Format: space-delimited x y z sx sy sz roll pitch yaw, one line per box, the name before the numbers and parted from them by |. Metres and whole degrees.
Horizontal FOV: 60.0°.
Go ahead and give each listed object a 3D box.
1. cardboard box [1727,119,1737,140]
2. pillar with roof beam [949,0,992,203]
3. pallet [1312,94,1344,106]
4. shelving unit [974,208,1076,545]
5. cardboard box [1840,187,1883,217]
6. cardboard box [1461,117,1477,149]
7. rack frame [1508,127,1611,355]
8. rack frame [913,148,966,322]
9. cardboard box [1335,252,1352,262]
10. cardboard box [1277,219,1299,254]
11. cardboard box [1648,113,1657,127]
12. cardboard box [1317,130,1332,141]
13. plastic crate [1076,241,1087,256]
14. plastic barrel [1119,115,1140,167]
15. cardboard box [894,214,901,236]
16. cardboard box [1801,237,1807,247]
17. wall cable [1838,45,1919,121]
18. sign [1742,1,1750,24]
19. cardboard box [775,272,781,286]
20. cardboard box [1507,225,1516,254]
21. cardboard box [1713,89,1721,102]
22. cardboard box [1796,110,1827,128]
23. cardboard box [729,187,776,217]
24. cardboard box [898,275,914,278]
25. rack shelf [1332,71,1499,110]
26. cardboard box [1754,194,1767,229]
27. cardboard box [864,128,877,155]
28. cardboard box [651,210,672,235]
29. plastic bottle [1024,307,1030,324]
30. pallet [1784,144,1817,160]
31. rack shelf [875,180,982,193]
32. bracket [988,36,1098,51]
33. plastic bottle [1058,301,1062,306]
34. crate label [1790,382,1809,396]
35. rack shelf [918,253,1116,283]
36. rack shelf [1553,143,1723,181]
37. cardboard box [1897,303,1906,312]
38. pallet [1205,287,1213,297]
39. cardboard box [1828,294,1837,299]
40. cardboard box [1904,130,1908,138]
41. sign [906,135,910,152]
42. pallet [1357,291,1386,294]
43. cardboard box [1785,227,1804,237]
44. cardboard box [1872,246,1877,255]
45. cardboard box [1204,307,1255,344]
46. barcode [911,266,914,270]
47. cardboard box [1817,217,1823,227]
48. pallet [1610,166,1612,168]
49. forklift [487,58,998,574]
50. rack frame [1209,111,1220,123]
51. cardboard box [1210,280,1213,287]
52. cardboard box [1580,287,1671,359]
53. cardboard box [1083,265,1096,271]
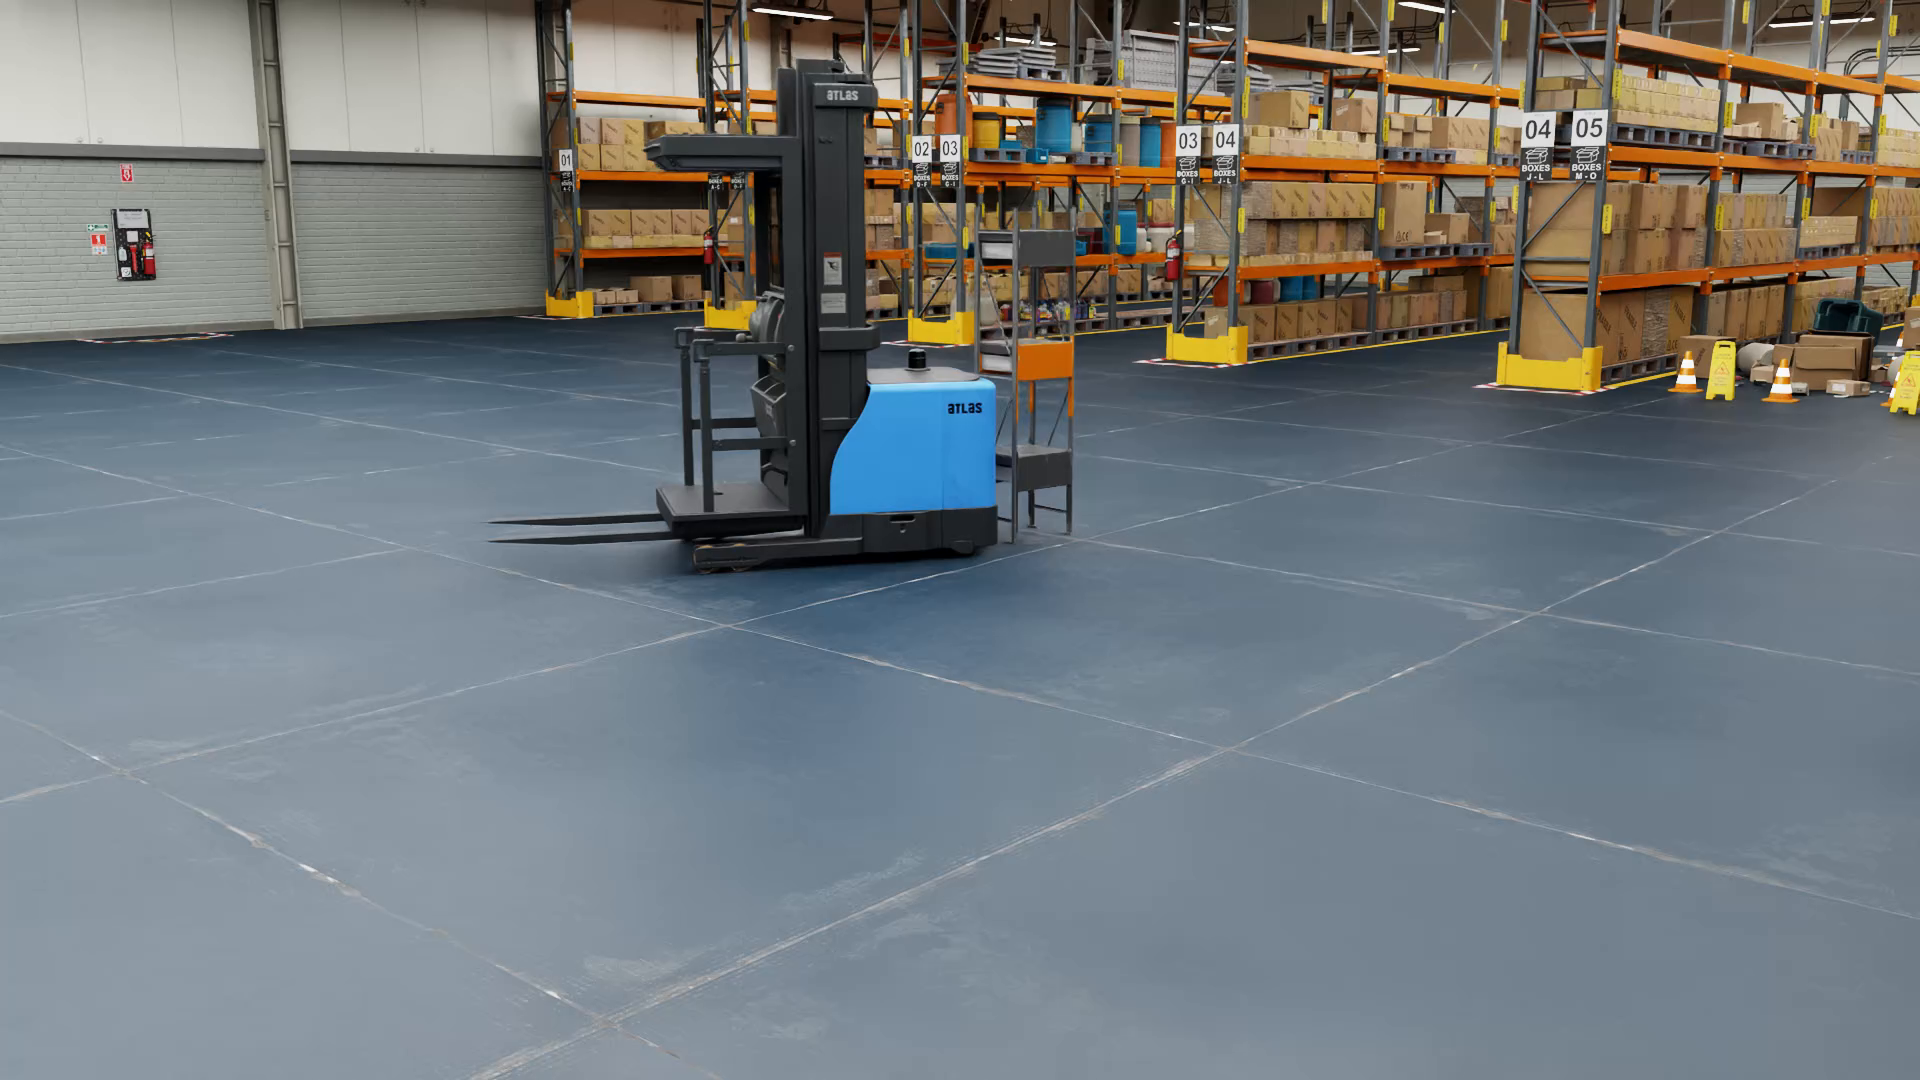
cardboard box | 11.023 -5.947 24.069 0.500 0.311 0.500 9 15 39
pillar with roof beam | 3.201 -10.258 39.095 9.100 9.000 0.548 10 15 40
pallet | 7.074 -8.904 33.821 1.003 0.211 1.213 10 15 40
shelving unit | 0.412 -1.060 10.660 0.503 2.100 0.431 -9 15 -39
cardboard box | 15.457 -5.801 28.527 0.500 0.500 0.500 10 15 42
cardboard box | 8.219 -6.734 27.577 0.500 0.500 0.500 10 15 40
rack frame | 7.055 -3.315 19.650 1.000 3.000 0.127 10 15 40
rack frame | -0.325 -4.611 26.141 1.000 3.000 0.127 10 15 40
cardboard box | 5.652 -4.251 24.978 0.380 0.149 0.250 10 15 40
cardboard box | 4.382 -4.400 24.070 0.875 0.500 0.500 10 15 40
cardboard box | 8.188 -5.075 20.119 0.380 0.149 0.250 10 15 41
cardboard box | 5.173 -5.873 24.162 0.380 0.149 0.250 11 16 43
plastic crate | 1.789 -4.929 28.111 0.499 0.251 0.616 10 15 40
plastic barrel | 2.920 -7.116 29.741 0.600 0.901 0.600 0 11 0
cardboard box | -1.620 -7.388 38.978 0.500 0.500 0.500 10 15 42
cardboard box | 12.960 -4.654 25.923 0.380 0.149 0.250 11 16 43
wall cable | 20.279 -11.231 35.752 2.277 5.999 0.120 10 15 40
sign | 11.922 -7.999 25.200 0.100 0.325 0.005 10 15 40
cardboard box | -3.193 -4.602 30.125 0.500 0.500 0.500 10 15 40
cardboard box | 9.541 -5.310 29.381 0.500 0.500 0.500 9 15 39
cardboard box | 9.693 -5.802 21.722 0.380 0.149 0.250 10 15 40
cardboard box | 13.150 -6.487 25.663 0.396 0.266 0.258 10 15 40
cardboard box | -3.690 -6.012 29.588 0.700 0.500 0.500 10 15 41
cardboard box | -1.012 -5.147 33.341 0.500 0.311 0.500 10 15 42
rack shelf | 7.357 -7.247 26.877 1.077 0.370 4.000 10 15 40
cardboard box | 11.362 -4.816 24.358 0.700 0.500 0.500 9 15 39
cardboard box | -1.933 -7.595 31.738 0.500 0.500 0.500 -11 15 -43
cardboard box | -6.214 -6.452 33.773 0.500 0.500 0.500 10 15 42
plastic bottle | 1.106 -3.716 27.499 0.097 0.271 0.097 0 11 0
pallet | 11.951 -5.769 24.759 1.213 0.211 1.003 11 16 43
rack shelf | -1.165 -8.482 39.697 1.077 0.370 4.000 10 15 40
bracket | 2.209 -12.974 43.503 0.076 0.066 4.783 10 15 40
plastic bottle | 1.776 -4.088 29.361 0.097 0.271 0.097 0 11 0
crate label | 9.569 -1.733 19.039 0.250 0.136 0.298 2 12 11
rack shelf | 0.996 -4.553 27.685 1.077 0.370 4.000 10 15 40
rack shelf | 8.375 -4.727 20.900 1.077 0.370 4.000 10 15 40
cardboard box | 17.332 -4.322 30.896 0.380 0.149 0.250 10 15 42
pallet | 5.943 -6.110 40.765 1.003 0.211 1.213 10 15 40
cardboard box | 13.996 -3.769 27.232 0.500 0.500 0.500 9 15 39
cardboard box | 16.586 -7.197 29.514 0.380 0.149 0.250 9 15 39
sign | -0.985 -7.533 31.586 0.100 0.325 0.005 10 15 40
pallet | 9.664 -5.482 37.618 1.003 0.211 1.213 10 15 40
cardboard box | 12.806 -4.766 25.723 0.380 0.149 0.250 11 15 43
cardboard box | 15.844 -5.089 29.176 0.380 0.149 0.250 9 14 38
cardboard box | 3.821 -3.041 23.588 0.500 0.500 0.500 -9 14 -37
barcode | -0.921 -5.285 32.323 0.001 0.075 0.075 10 15 40
cardboard box | 13.480 -5.064 26.456 0.380 0.149 0.250 11 16 43
pallet | 11.865 -7.283 32.085 1.003 0.211 1.213 10 15 40
forklift | -1.343 -1.356 10.015 3.031 2.935 1.130 -3 12 -15
rack frame | 6.519 -10.548 40.549 1.000 3.000 0.127 10 15 40
cardboard box | 6.010 -6.273 40.570 0.380 0.166 0.250 10 15 40
cardboard box | 8.636 -2.851 21.679 0.875 0.875 0.875 10 15 41
cardboard box | 2.716 -6.189 37.383 0.500 0.250 0.500 10 15 40
